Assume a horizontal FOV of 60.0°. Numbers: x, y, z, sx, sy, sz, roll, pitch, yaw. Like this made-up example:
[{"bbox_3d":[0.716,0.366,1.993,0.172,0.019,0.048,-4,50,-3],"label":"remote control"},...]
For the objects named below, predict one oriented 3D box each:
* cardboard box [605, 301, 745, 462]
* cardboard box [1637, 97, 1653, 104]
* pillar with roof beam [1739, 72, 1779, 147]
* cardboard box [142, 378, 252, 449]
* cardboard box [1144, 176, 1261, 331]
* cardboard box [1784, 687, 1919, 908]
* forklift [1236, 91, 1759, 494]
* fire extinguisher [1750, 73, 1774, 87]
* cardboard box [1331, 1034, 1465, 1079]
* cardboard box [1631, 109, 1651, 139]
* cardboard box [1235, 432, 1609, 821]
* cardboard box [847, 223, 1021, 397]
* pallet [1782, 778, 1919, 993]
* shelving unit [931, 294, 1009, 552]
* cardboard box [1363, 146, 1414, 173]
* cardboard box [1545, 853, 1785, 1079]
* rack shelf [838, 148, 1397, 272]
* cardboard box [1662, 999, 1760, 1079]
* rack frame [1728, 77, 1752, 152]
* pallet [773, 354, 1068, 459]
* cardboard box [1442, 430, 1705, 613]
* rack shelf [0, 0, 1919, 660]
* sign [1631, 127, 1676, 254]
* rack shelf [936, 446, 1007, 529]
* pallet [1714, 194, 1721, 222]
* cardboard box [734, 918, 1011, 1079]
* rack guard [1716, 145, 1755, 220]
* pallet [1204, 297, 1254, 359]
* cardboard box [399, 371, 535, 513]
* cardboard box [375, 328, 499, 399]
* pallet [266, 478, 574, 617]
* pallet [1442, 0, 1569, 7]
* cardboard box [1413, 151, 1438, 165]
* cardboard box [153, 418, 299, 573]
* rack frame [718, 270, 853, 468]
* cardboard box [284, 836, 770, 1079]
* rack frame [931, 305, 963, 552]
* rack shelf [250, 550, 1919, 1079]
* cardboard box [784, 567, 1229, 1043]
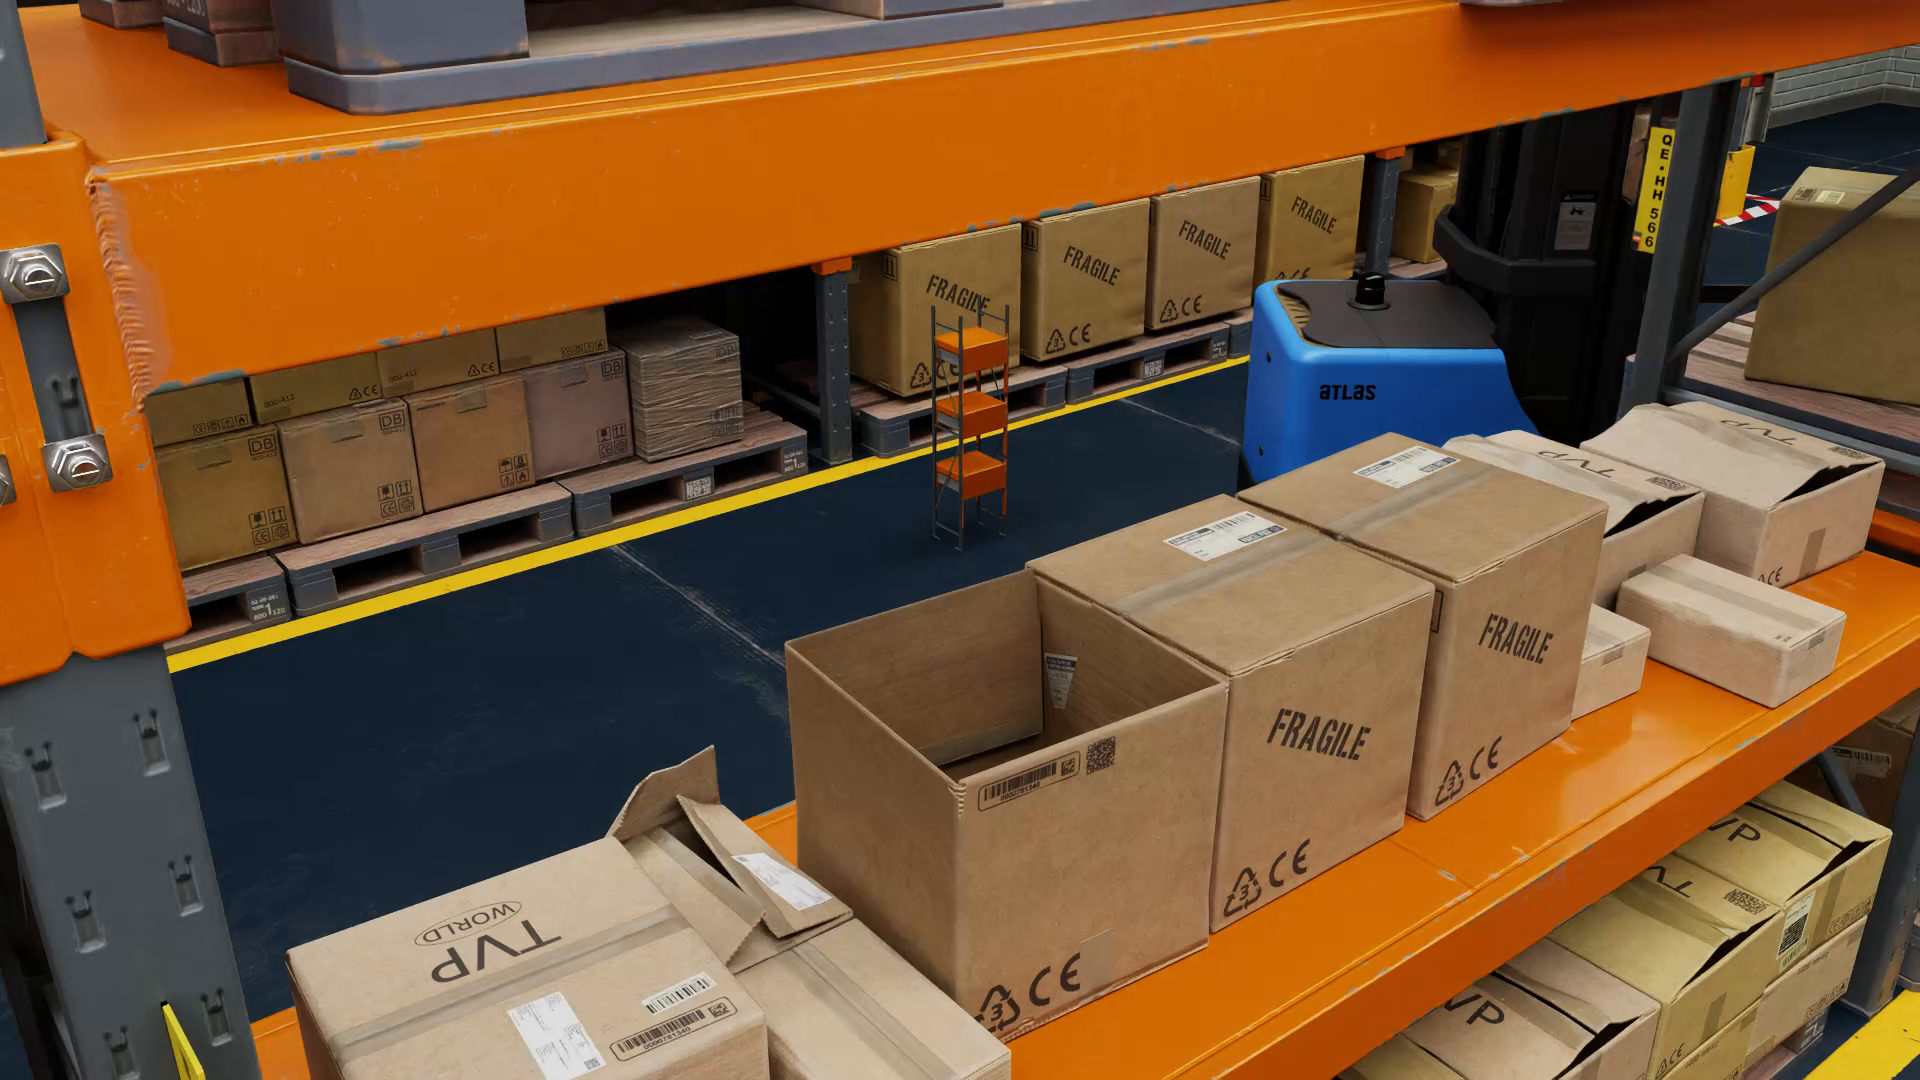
[{"bbox_3d":[-1.410,-0.752,7.754,0.500,0.500,0.700,-18,30,-33],"label":"cardboard box"},{"bbox_3d":[4.905,-3.203,12.289,0.250,0.149,0.380,-18,30,-34],"label":"cardboard box"},{"bbox_3d":[9.667,-6.252,10.031,0.400,9.000,9.100,-18,31,-34],"label":"pillar with roof beam"},{"bbox_3d":[-3.110,-0.570,6.470,0.500,0.250,0.500,-19,31,-35],"label":"cardboard box"},{"bbox_3d":[1.143,-1.701,9.408,0.750,0.750,0.750,-17,30,-33],"label":"cardboard box"},{"bbox_3d":[2.718,0.660,4.711,0.500,0.500,0.500,-17,30,-32],"label":"cardboard box"},{"bbox_3d":[2.751,-1.262,6.489,3.031,2.935,1.130,0,25,1],"label":"forklift"},{"bbox_3d":[5.823,-3.651,12.088,0.183,0.674,0.296,-18,31,-34],"label":"fire extinguisher"},{"bbox_3d":[0.724,1.166,3.275,0.500,0.311,0.500,-17,30,-33],"label":"cardboard box"},{"bbox_3d":[4.741,-2.944,11.731,0.250,0.149,0.380,-17,30,-33],"label":"cardboard box"},{"bbox_3d":[0.873,0.145,3.255,0.500,0.500,0.500,-20,32,-37],"label":"cardboard box"},{"bbox_3d":[-0.216,-1.254,8.443,0.750,0.750,0.750,-19,31,-35],"label":"cardboard box"},{"bbox_3d":[2.795,0.833,5.205,1.213,0.211,1.003,-18,31,-34],"label":"pallet"},{"bbox_3d":[0.042,-0.490,7.059,0.252,1.050,0.215,-18,31,-34],"label":"shelving unit"},{"bbox_3d":[2.687,-2.469,10.707,0.250,0.149,0.380,-18,31,-34],"label":"cardboard box"},{"bbox_3d":[1.519,0.907,3.835,0.500,0.311,0.500,-19,31,-35],"label":"cardboard box"},{"bbox_3d":[0.698,-2.084,9.032,4.000,0.370,1.077,-18,31,-34],"label":"rack shelf"},{"bbox_3d":[1.517,1.159,3.958,0.500,0.250,0.500,-19,31,-35],"label":"cardboard box"},{"bbox_3d":[5.419,-3.969,12.238,0.127,3.000,1.000,-18,31,-34],"label":"rack frame"},{"bbox_3d":[-0.209,-0.806,8.735,1.213,0.211,1.003,-18,31,-34],"label":"pallet"},{"bbox_3d":[1.360,-0.042,3.883,0.500,0.311,0.500,-19,31,-35],"label":"cardboard box"},{"bbox_3d":[0.610,-0.765,2.627,4.000,0.370,1.077,-18,31,-34],"label":"rack shelf"},{"bbox_3d":[1.841,-0.917,4.382,0.005,0.325,0.100,-18,31,-34],"label":"sign"},{"bbox_3d":[0.042,-0.228,7.180,0.240,0.259,0.215,-18,31,-34],"label":"rack shelf"},{"bbox_3d":[4.839,-2.470,12.322,1.213,0.211,1.003,-18,31,-34],"label":"pallet"},{"bbox_3d":[-0.140,0.740,2.391,0.250,0.149,0.380,-18,31,-34],"label":"cardboard box"},{"bbox_3d":[5.438,-2.841,12.778,0.348,0.500,1.175,-18,31,-34],"label":"rack guard"},{"bbox_3d":[1.711,-1.440,10.101,1.213,0.211,1.003,-18,31,-34],"label":"pallet"},{"bbox_3d":[-2.261,-0.518,7.250,0.500,0.500,0.700,-18,31,-34],"label":"cardboard box"},{"bbox_3d":[-2.299,-0.830,7.031,0.500,0.250,0.500,-18,31,-34],"label":"cardboard box"},{"bbox_3d":[-2.451,-0.108,7.232,1.213,0.211,1.003,-18,31,-34],"label":"pallet"},{"bbox_3d":[0.827,-1.028,2.564,1.213,0.211,1.003,-17,30,-32],"label":"pallet"},{"bbox_3d":[3.321,-2.276,11.062,0.500,0.500,0.700,-19,31,-35],"label":"cardboard box"},{"bbox_3d":[-3.079,-0.265,6.704,0.500,0.500,0.700,-19,31,-35],"label":"cardboard box"},{"bbox_3d":[-0.876,-1.891,7.761,0.127,3.000,1.000,-18,31,-34],"label":"rack frame"},{"bbox_3d":[-0.603,0.714,2.326,0.500,0.250,0.500,-16,29,-31],"label":"cardboard box"},{"bbox_3d":[-0.054,-0.458,6.991,0.008,1.050,0.200,-18,31,-34],"label":"rack frame"},{"bbox_3d":[0.610,0.595,3.259,4.000,0.370,1.077,-18,31,-34],"label":"rack shelf"},{"bbox_3d":[0.065,0.412,2.680,0.500,0.500,0.500,-16,29,-30],"label":"cardboard box"}]
